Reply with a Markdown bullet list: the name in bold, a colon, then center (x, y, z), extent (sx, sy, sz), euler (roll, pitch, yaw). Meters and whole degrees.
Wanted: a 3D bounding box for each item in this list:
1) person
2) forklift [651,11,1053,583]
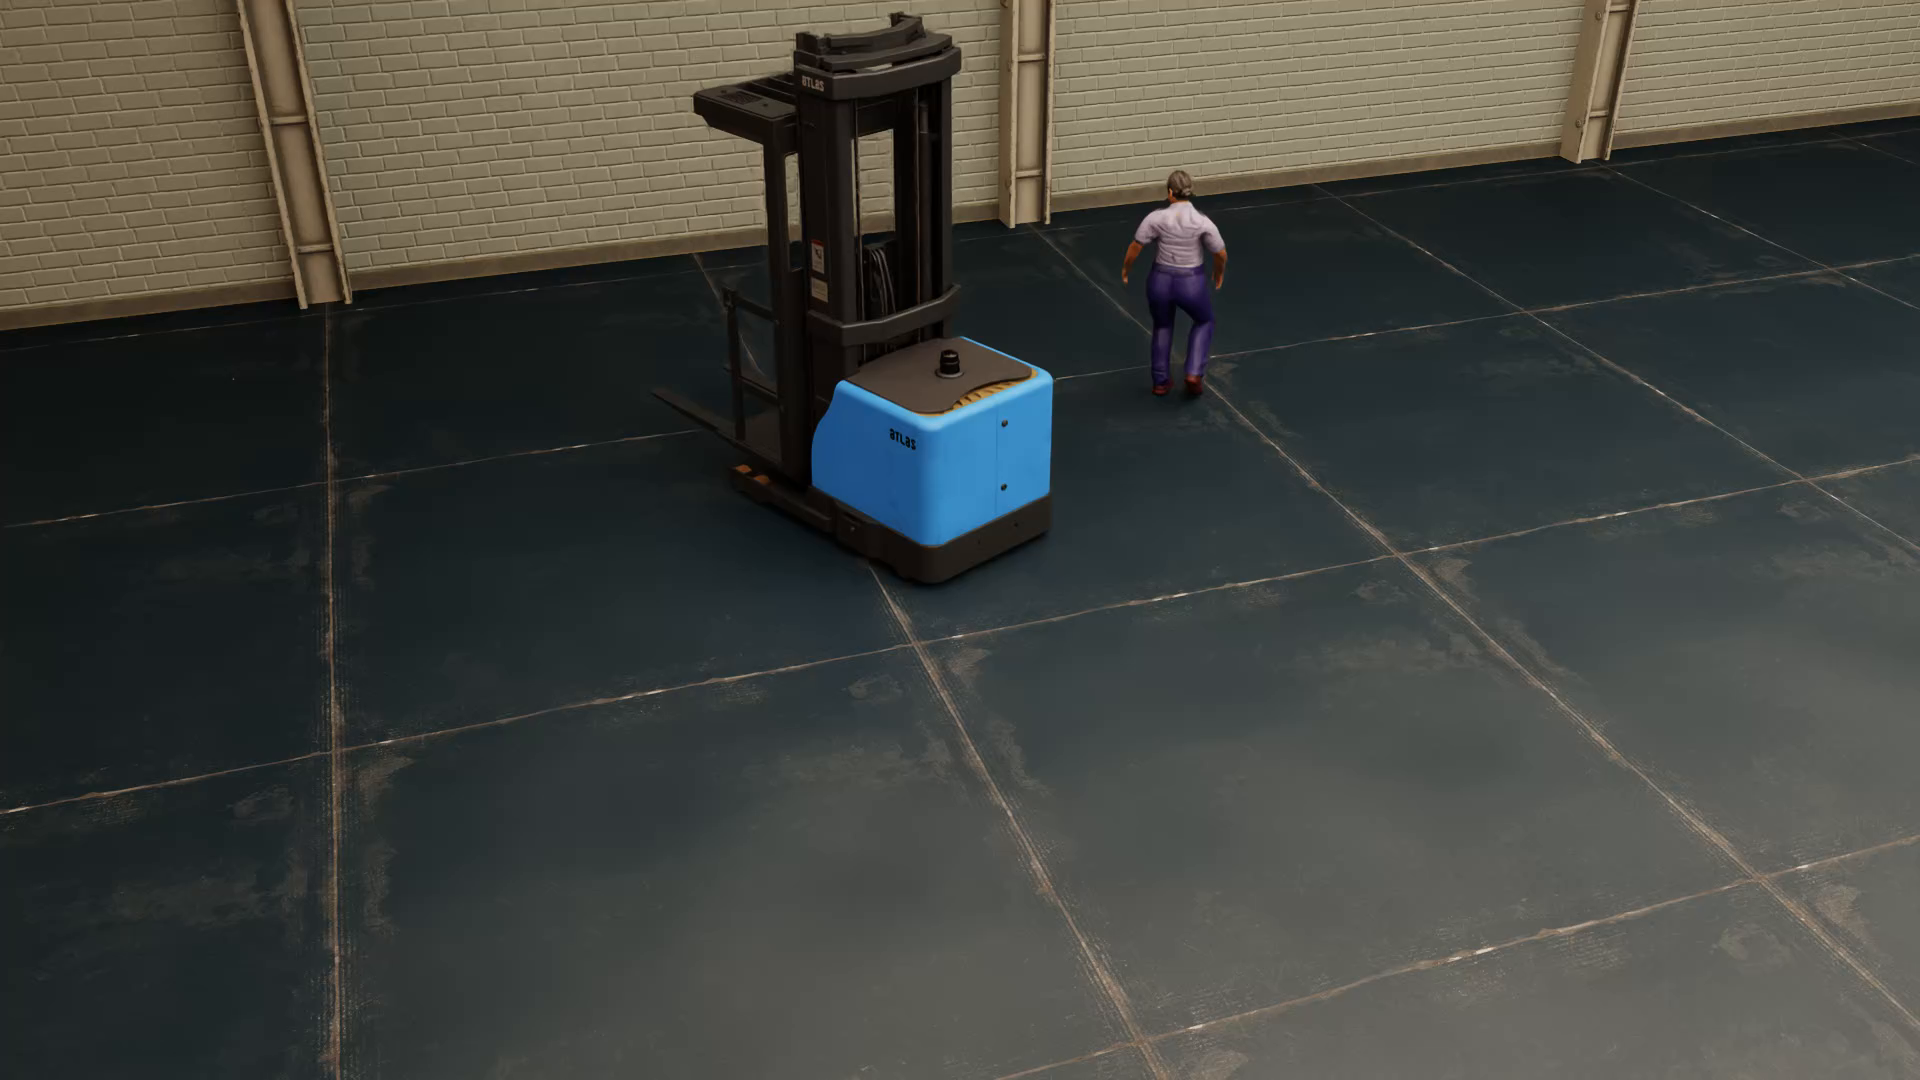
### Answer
- **person**: center (1.470, -1.769, 11.499), extent (0.732, 1.634, 0.451), euler (11, 32, 18)
- **forklift**: center (-0.828, -1.666, 9.983), extent (1.130, 2.935, 3.031), euler (-25, 38, -37)
